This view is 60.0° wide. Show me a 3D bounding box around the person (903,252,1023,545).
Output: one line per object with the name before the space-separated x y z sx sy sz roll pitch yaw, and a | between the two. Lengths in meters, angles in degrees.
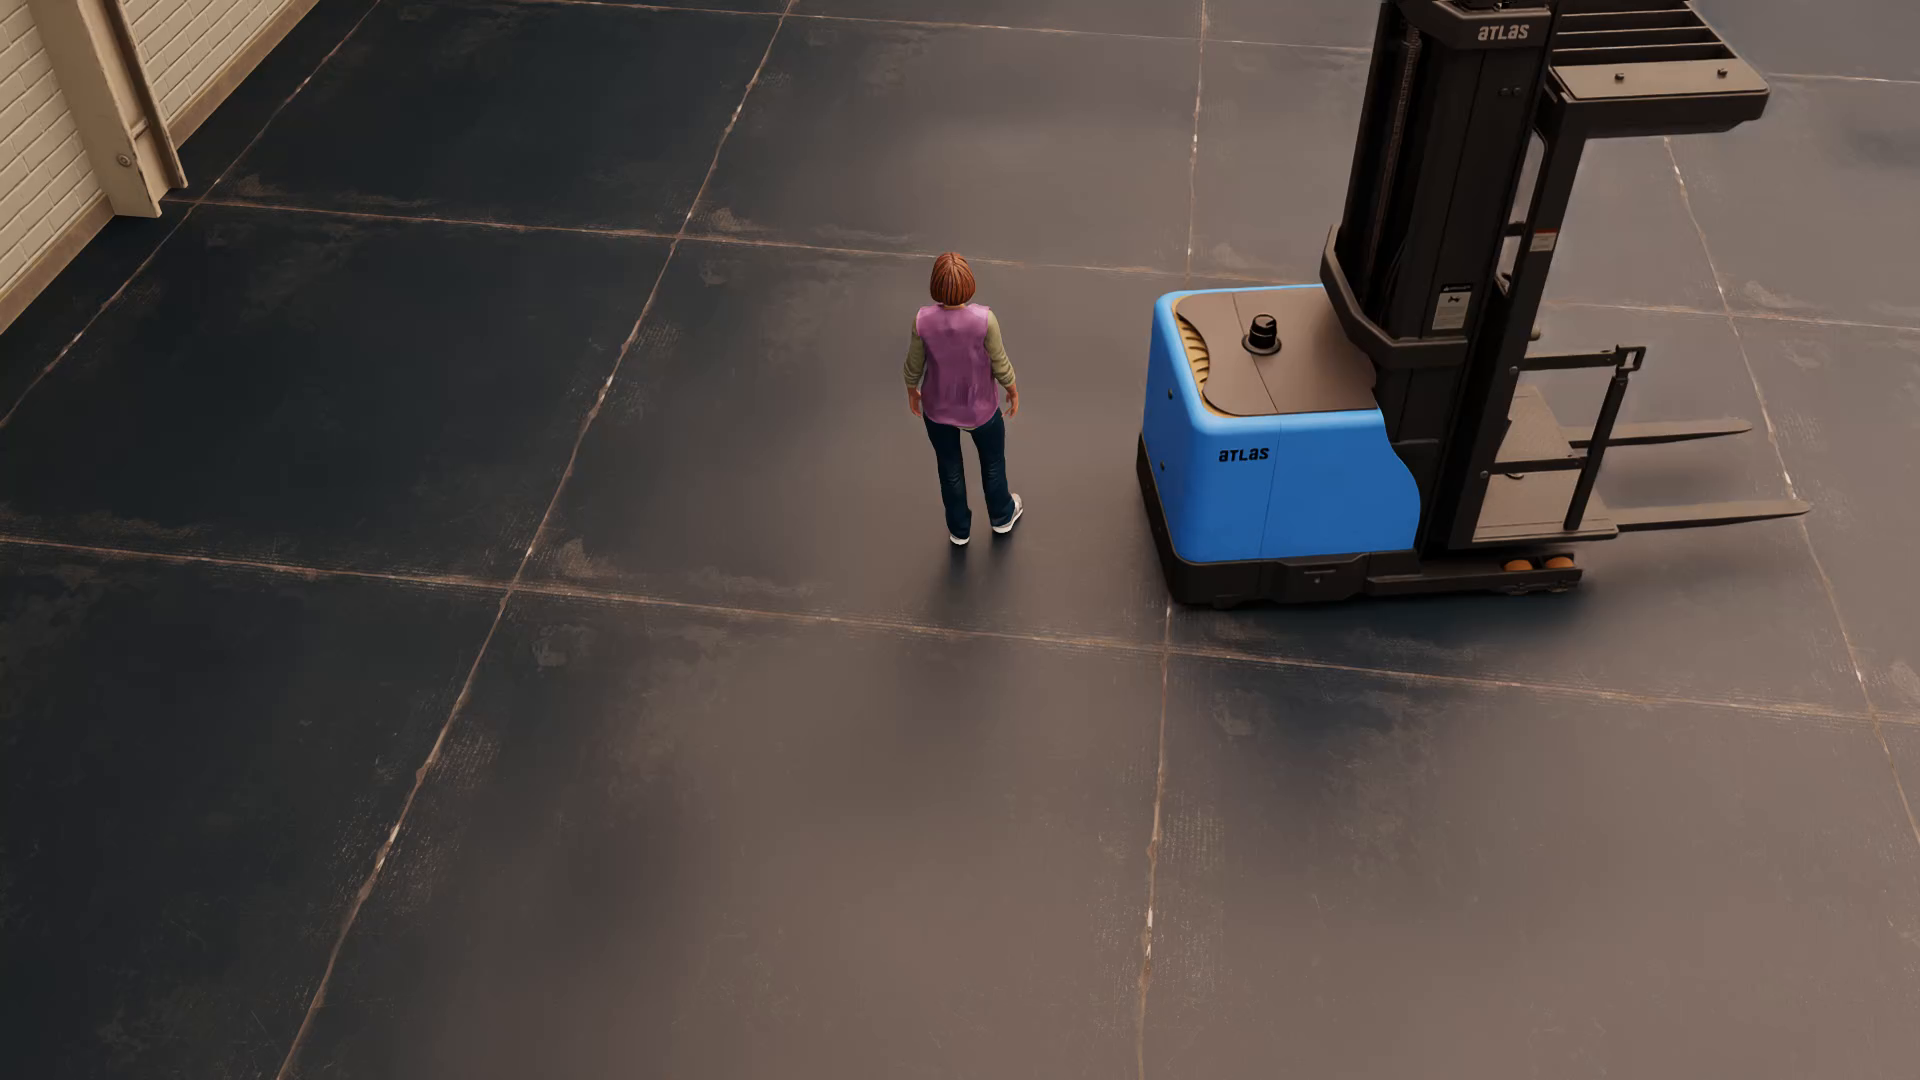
person | 0.024 -0.642 7.398 0.520 1.597 0.476 5 43 6

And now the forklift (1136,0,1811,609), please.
forklift | 2.413 -1.183 7.012 3.031 2.935 1.130 -4 43 -4
